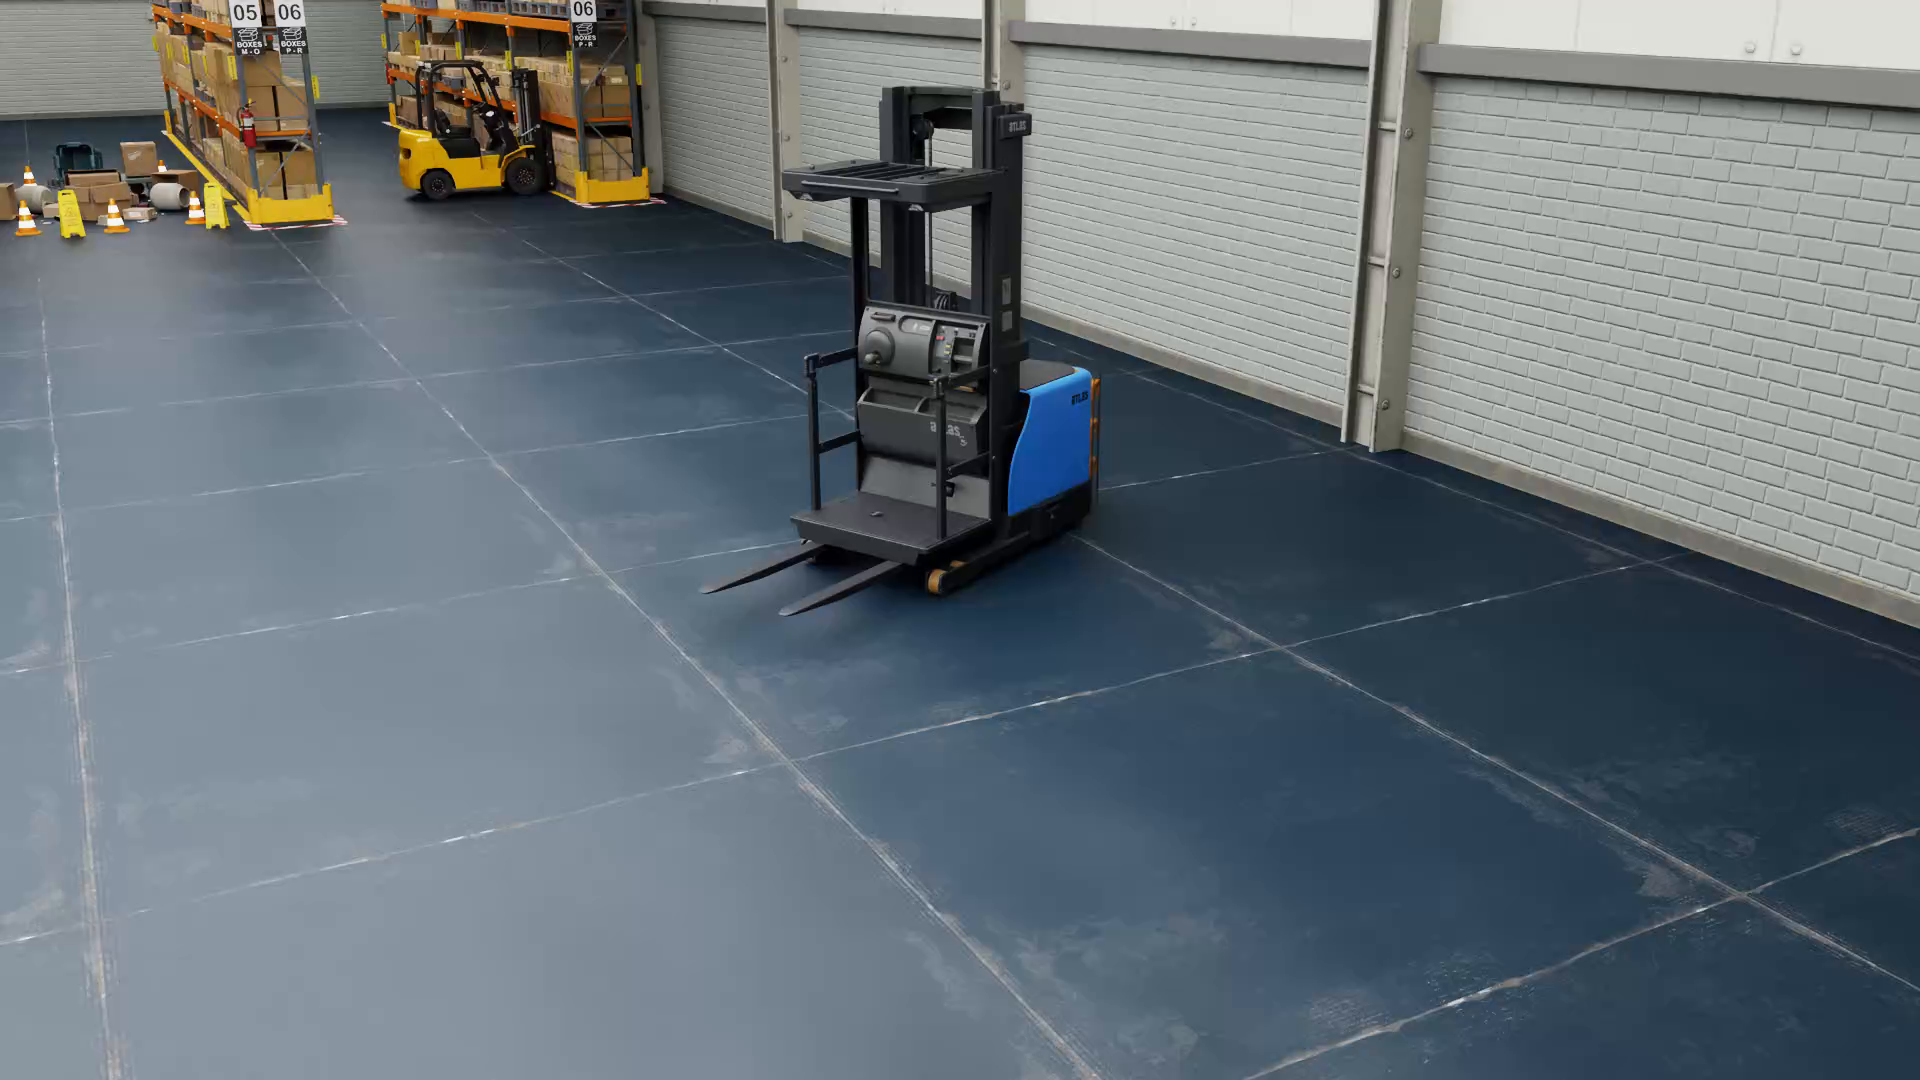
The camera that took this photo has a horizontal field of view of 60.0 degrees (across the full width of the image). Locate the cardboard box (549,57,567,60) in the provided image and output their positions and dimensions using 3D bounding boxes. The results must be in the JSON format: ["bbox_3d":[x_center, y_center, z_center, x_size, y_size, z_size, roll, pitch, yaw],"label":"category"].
[{"bbox_3d":[-7.105,-8.534,29.662,0.380,0.149,0.250,-11,22,-28],"label":"cardboard box"}]

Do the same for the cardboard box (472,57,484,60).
[{"bbox_3d":[-9.340,-9.382,32.574,0.380,0.149,0.250,-9,21,-25],"label":"cardboard box"}]

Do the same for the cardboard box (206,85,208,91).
[{"bbox_3d":[-13.391,-8.188,30.003,0.380,0.149,0.250,-9,21,-23],"label":"cardboard box"}]

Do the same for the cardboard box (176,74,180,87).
[{"bbox_3d":[-15.794,-9.452,34.154,0.500,0.250,0.500,-11,22,-28],"label":"cardboard box"}]

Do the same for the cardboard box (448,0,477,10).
[{"bbox_3d":[-9.962,-10.768,33.371,0.500,0.250,0.500,-11,22,-28],"label":"cardboard box"}]

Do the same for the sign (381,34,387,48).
[{"bbox_3d":[-13.781,-11.933,39.788,0.100,0.325,0.005,-10,21,-27],"label":"sign"}]

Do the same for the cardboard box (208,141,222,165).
[{"bbox_3d":[-13.254,-7.123,30.562,0.950,0.372,0.625,-10,22,-28],"label":"cardboard box"}]

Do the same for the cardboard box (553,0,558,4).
[{"bbox_3d":[-6.366,-8.751,26.882,0.380,0.149,0.250,-11,22,-28],"label":"cardboard box"}]

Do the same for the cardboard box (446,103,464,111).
[{"bbox_3d":[-10.793,-9.274,35.603,0.380,0.149,0.250,-9,21,-25],"label":"cardboard box"}]

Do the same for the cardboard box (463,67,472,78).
[{"bbox_3d":[-9.531,-9.308,32.970,0.500,0.250,0.500,-10,21,-27],"label":"cardboard box"}]

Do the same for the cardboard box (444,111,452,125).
[{"bbox_3d":[-10.637,-8.858,35.391,0.500,0.500,0.500,-11,22,-29],"label":"cardboard box"}]

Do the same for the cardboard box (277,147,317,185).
[{"bbox_3d":[-10.224,-5.779,25.703,0.500,0.500,0.500,-11,22,-28],"label":"cardboard box"}]

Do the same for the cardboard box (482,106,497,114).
[{"bbox_3d":[-9.769,-8.972,34.729,0.380,0.149,0.250,-10,21,-26],"label":"cardboard box"}]

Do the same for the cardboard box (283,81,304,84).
[{"bbox_3d":[-10.302,-6.760,25.514,0.500,0.500,0.500,-9,21,-25],"label":"cardboard box"}]

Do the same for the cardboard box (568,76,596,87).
[{"bbox_3d":[-6.117,-7.425,26.903,0.380,0.149,0.250,-10,21,-26],"label":"cardboard box"}]

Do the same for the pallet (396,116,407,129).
[{"bbox_3d":[-12.888,-10.039,39.902,1.003,0.211,1.213,-10,21,-27],"label":"pallet"}]

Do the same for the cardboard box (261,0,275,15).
[{"bbox_3d":[-10.077,-7.918,24.655,0.500,0.250,0.500,-10,22,-28],"label":"cardboard box"}]

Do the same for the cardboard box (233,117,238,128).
[{"bbox_3d":[-10.908,-6.402,25.471,0.380,0.149,0.250,-10,21,-26],"label":"cardboard box"}]

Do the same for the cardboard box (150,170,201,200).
[{"bbox_3d":[-12.660,-5.694,26.864,0.500,0.500,0.500,4,19,11],"label":"cardboard box"}]

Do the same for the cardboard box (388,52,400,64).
[{"bbox_3d":[-13.325,-11.506,39.650,0.500,0.250,0.500,-10,21,-26],"label":"cardboard box"}]

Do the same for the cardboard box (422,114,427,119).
[{"bbox_3d":[-12.097,-9.583,37.851,0.396,0.266,0.258,-9,21,-25],"label":"cardboard box"}]

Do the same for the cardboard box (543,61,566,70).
[{"bbox_3d":[-6.899,-8.094,28.385,0.380,0.149,0.250,-10,21,-26],"label":"cardboard box"}]

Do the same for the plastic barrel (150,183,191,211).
[{"bbox_3d":[-12.386,-5.386,26.090,0.512,0.421,0.421,4,19,11],"label":"plastic barrel"}]

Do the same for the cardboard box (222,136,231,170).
[{"bbox_3d":[-11.929,-6.435,27.604,0.500,0.500,0.500,-9,21,-24],"label":"cardboard box"}]

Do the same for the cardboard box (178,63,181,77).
[{"bbox_3d":[-15.321,-9.391,33.211,0.500,0.250,0.500,-10,21,-26],"label":"cardboard box"}]

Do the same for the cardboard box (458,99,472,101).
[{"bbox_3d":[-10.846,-9.647,36.685,0.380,0.149,0.250,-10,21,-27],"label":"cardboard box"}]

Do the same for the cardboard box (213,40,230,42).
[{"bbox_3d":[-13.890,-9.241,31.627,0.500,0.500,0.500,-11,22,-28],"label":"cardboard box"}]

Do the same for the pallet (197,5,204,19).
[{"bbox_3d":[-12.171,-8.916,28.061,1.213,0.211,1.003,-10,21,-27],"label":"pallet"}]

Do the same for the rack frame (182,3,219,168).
[{"bbox_3d":[-13.871,-8.541,31.286,1.000,3.000,0.127,-10,21,-27],"label":"rack frame"}]

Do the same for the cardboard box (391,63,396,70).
[{"bbox_3d":[-13.389,-11.352,39.817,0.380,0.149,0.250,-10,21,-27],"label":"cardboard box"}]

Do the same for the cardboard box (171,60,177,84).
[{"bbox_3d":[-16.216,-9.831,34.869,0.500,0.500,0.500,-10,21,-26],"label":"cardboard box"}]

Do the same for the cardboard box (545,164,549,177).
[{"bbox_3d":[-6.931,-6.434,28.751,0.500,0.250,0.500,-9,21,-25],"label":"cardboard box"}]

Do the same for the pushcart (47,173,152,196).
[{"bbox_3d":[-13.955,-5.786,27.321,0.936,0.377,1.648,16,25,39],"label":"pushcart"}]

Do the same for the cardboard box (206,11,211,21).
[{"bbox_3d":[-11.967,-8.481,26.897,0.380,0.149,0.250,-10,21,-27],"label":"cardboard box"}]

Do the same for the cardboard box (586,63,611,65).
[{"bbox_3d":[-6.014,-7.866,27.725,0.380,0.149,0.250,-10,21,-26],"label":"cardboard box"}]

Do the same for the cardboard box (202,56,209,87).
[{"bbox_3d":[-12.869,-8.168,28.950,0.500,0.500,0.500,-9,21,-25],"label":"cardboard box"}]

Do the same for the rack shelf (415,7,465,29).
[{"bbox_3d":[-10.454,-10.963,34.809,1.077,0.370,4.000,-10,21,-27],"label":"rack shelf"}]

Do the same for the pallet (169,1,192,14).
[{"bbox_3d":[-14.224,-10.047,31.340,1.213,0.211,1.003,-9,21,-24],"label":"pallet"}]

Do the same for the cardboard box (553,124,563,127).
[{"bbox_3d":[-6.947,-7.280,29.669,0.500,0.250,0.500,-10,22,-27],"label":"cardboard box"}]

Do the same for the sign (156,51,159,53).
[{"bbox_3d":[-20.440,-12.591,42.607,0.327,0.218,0.001,-10,21,-27],"label":"sign"}]

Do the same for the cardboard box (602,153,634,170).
[{"bbox_3d":[-5.746,-6.317,27.645,0.500,0.250,0.500,-10,21,-26],"label":"cardboard box"}]

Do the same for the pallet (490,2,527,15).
[{"bbox_3d":[-8.035,-9.742,30.460,0.805,0.209,1.217,-11,22,-29],"label":"pallet"}]

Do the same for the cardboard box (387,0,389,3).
[{"bbox_3d":[-13.357,-12.780,39.355,0.380,0.149,0.250,-9,21,-26],"label":"cardboard box"}]

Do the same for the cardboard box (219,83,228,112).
[{"bbox_3d":[-11.522,-7.125,26.572,0.500,0.500,0.500,-10,21,-27],"label":"cardboard box"}]

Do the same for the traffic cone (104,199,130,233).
[{"bbox_3d":[-12.227,-4.700,24.042,0.336,0.463,0.334,-10,21,-27],"label":"traffic cone"}]

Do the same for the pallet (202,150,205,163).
[{"bbox_3d":[-14.179,-7.461,32.431,1.003,0.211,1.213,-10,21,-27],"label":"pallet"}]

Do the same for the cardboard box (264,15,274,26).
[{"bbox_3d":[-10.148,-7.751,24.782,0.380,0.149,0.250,-11,22,-28],"label":"cardboard box"}]

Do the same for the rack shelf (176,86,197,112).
[{"bbox_3d":[-14.821,-8.776,33.067,1.077,0.370,4.000,-10,21,-27],"label":"rack shelf"}]

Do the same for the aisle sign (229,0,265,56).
[{"bbox_3d":[-10.298,-7.411,24.025,0.394,0.787,0.004,-10,21,-27],"label":"aisle sign"}]

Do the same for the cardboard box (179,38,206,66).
[{"bbox_3d":[-14.828,-9.459,32.259,0.500,0.500,0.500,-10,21,-27],"label":"cardboard box"}]

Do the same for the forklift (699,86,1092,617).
[{"bbox_3d":[-0.362,-1.219,10.171,1.130,2.935,3.031,13,23,33],"label":"forklift"}]

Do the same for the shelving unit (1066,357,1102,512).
[{"bbox_3d":[0.832,-0.735,11.652,0.252,1.050,0.215,6,20,17],"label":"shelving unit"}]
